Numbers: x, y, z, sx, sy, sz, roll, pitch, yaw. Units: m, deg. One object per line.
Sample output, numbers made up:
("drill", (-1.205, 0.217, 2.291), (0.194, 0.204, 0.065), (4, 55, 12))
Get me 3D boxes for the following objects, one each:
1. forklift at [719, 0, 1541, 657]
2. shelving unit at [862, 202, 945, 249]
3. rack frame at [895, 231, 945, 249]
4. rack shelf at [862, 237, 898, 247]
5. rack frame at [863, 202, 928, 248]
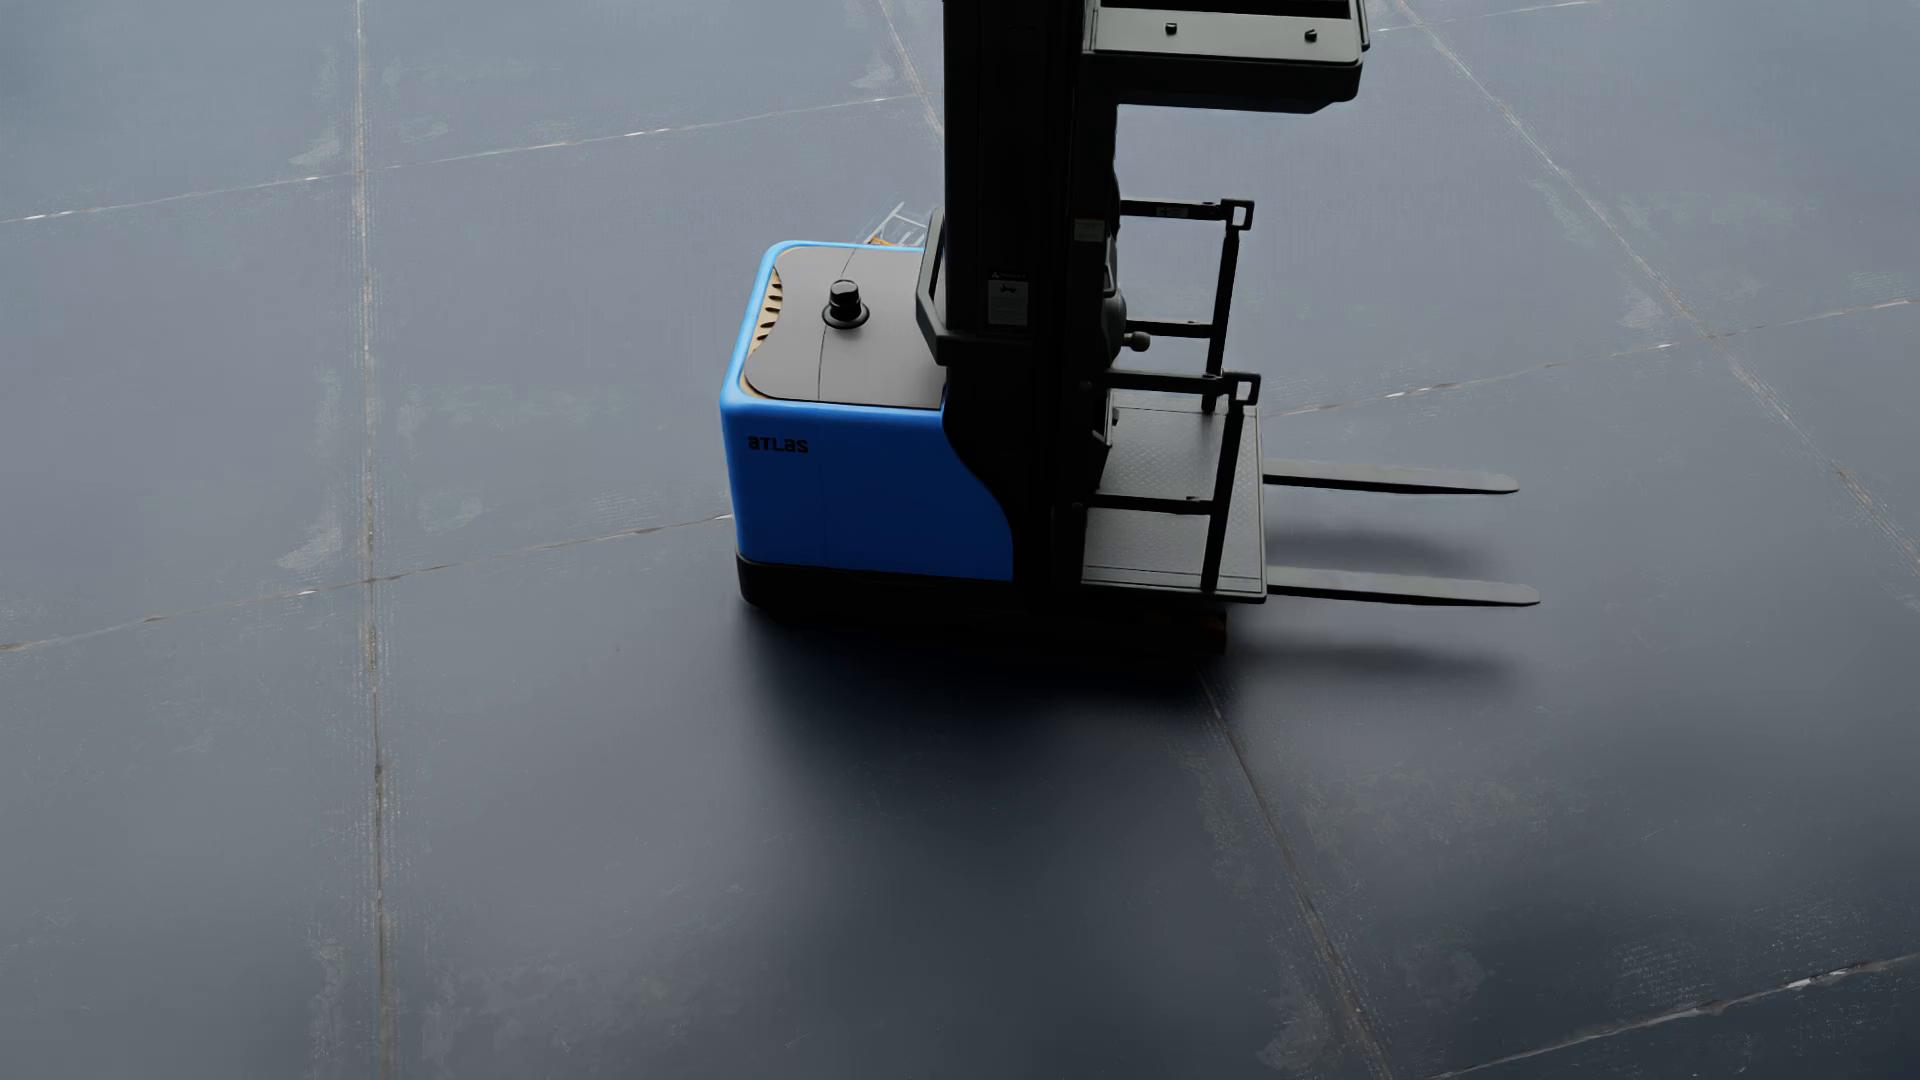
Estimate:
("forklift", (0.697, -0.984, 5.662), (3.031, 2.935, 1.130), (4, 46, 4))
("shelving unit", (-0.501, -1.034, 7.452), (0.258, 0.189, 1.200), (26, 62, 27))
("rack frame", (-0.486, -0.980, 7.524), (0.240, 0.006, 1.200), (26, 62, 27))
("rack shelf", (-0.321, -1.258, 7.583), (0.258, 0.180, 0.103), (26, 62, 27))
("rack frame", (-0.515, -1.089, 7.379), (0.240, 0.006, 1.200), (26, 62, 27))
